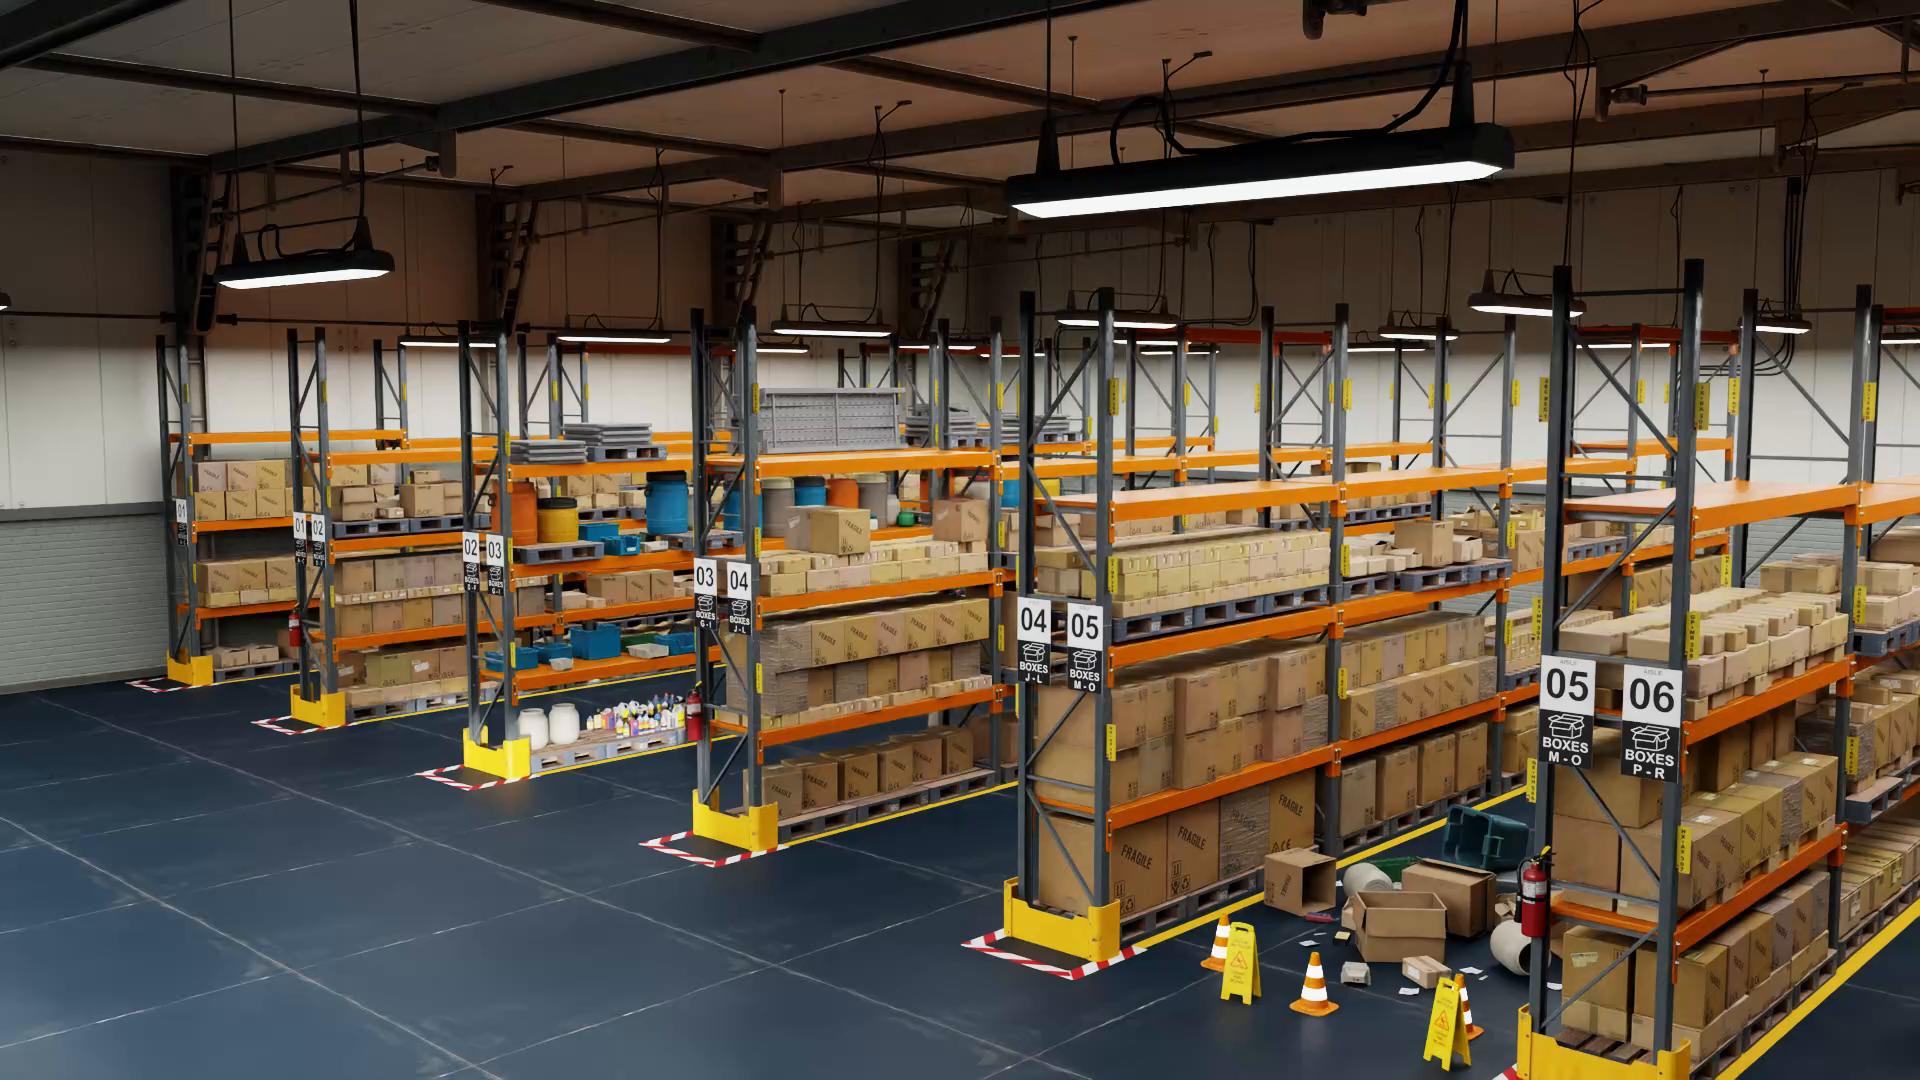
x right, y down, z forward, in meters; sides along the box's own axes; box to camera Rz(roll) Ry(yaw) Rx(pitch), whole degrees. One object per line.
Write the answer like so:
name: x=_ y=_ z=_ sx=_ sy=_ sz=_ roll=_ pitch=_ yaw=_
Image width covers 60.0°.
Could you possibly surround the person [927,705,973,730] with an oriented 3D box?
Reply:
person: x=-0.190 y=2.097 z=23.700 sx=0.621 sy=1.646 sz=1.084 roll=5 pitch=7 yaw=44
